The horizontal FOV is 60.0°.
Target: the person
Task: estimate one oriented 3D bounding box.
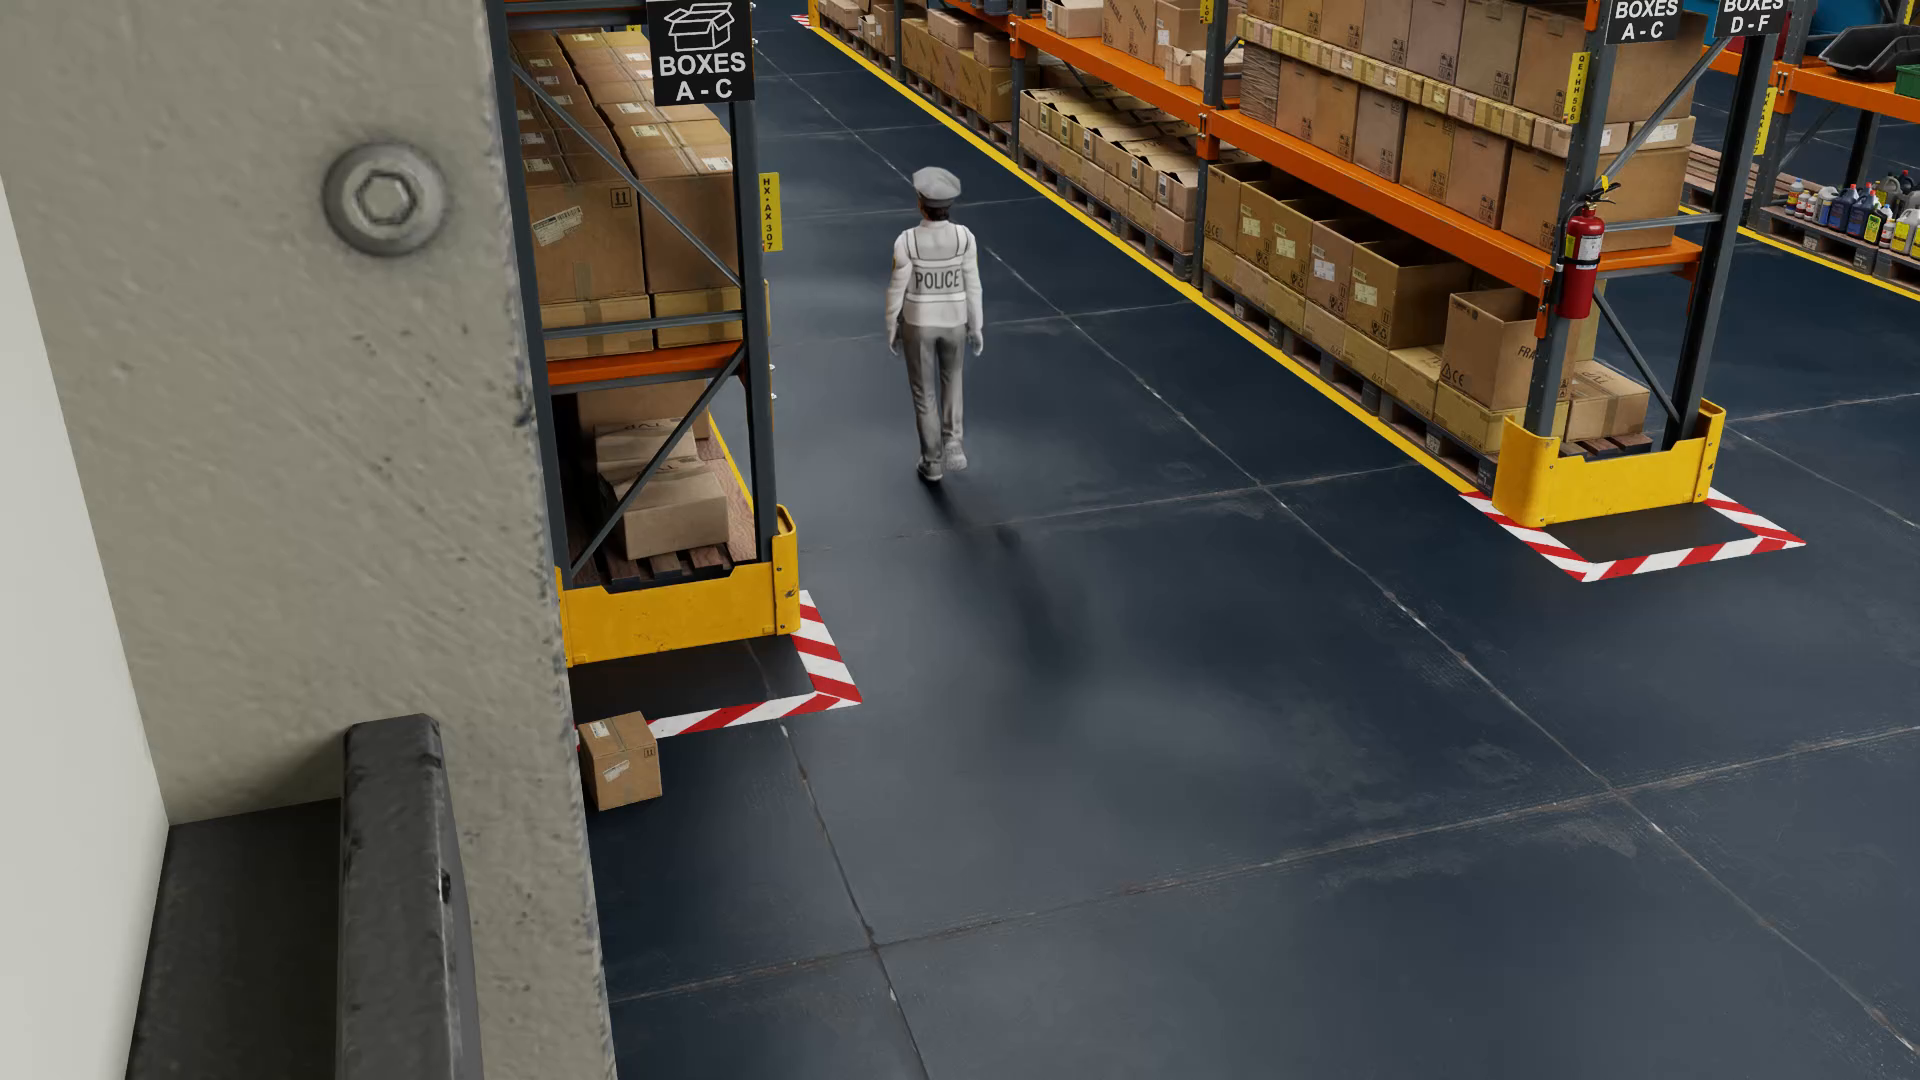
[{"bbox_3d":[-0.148,-1.137,8.805,0.517,1.695,0.441,-7,27,-13],"label":"person"}]
